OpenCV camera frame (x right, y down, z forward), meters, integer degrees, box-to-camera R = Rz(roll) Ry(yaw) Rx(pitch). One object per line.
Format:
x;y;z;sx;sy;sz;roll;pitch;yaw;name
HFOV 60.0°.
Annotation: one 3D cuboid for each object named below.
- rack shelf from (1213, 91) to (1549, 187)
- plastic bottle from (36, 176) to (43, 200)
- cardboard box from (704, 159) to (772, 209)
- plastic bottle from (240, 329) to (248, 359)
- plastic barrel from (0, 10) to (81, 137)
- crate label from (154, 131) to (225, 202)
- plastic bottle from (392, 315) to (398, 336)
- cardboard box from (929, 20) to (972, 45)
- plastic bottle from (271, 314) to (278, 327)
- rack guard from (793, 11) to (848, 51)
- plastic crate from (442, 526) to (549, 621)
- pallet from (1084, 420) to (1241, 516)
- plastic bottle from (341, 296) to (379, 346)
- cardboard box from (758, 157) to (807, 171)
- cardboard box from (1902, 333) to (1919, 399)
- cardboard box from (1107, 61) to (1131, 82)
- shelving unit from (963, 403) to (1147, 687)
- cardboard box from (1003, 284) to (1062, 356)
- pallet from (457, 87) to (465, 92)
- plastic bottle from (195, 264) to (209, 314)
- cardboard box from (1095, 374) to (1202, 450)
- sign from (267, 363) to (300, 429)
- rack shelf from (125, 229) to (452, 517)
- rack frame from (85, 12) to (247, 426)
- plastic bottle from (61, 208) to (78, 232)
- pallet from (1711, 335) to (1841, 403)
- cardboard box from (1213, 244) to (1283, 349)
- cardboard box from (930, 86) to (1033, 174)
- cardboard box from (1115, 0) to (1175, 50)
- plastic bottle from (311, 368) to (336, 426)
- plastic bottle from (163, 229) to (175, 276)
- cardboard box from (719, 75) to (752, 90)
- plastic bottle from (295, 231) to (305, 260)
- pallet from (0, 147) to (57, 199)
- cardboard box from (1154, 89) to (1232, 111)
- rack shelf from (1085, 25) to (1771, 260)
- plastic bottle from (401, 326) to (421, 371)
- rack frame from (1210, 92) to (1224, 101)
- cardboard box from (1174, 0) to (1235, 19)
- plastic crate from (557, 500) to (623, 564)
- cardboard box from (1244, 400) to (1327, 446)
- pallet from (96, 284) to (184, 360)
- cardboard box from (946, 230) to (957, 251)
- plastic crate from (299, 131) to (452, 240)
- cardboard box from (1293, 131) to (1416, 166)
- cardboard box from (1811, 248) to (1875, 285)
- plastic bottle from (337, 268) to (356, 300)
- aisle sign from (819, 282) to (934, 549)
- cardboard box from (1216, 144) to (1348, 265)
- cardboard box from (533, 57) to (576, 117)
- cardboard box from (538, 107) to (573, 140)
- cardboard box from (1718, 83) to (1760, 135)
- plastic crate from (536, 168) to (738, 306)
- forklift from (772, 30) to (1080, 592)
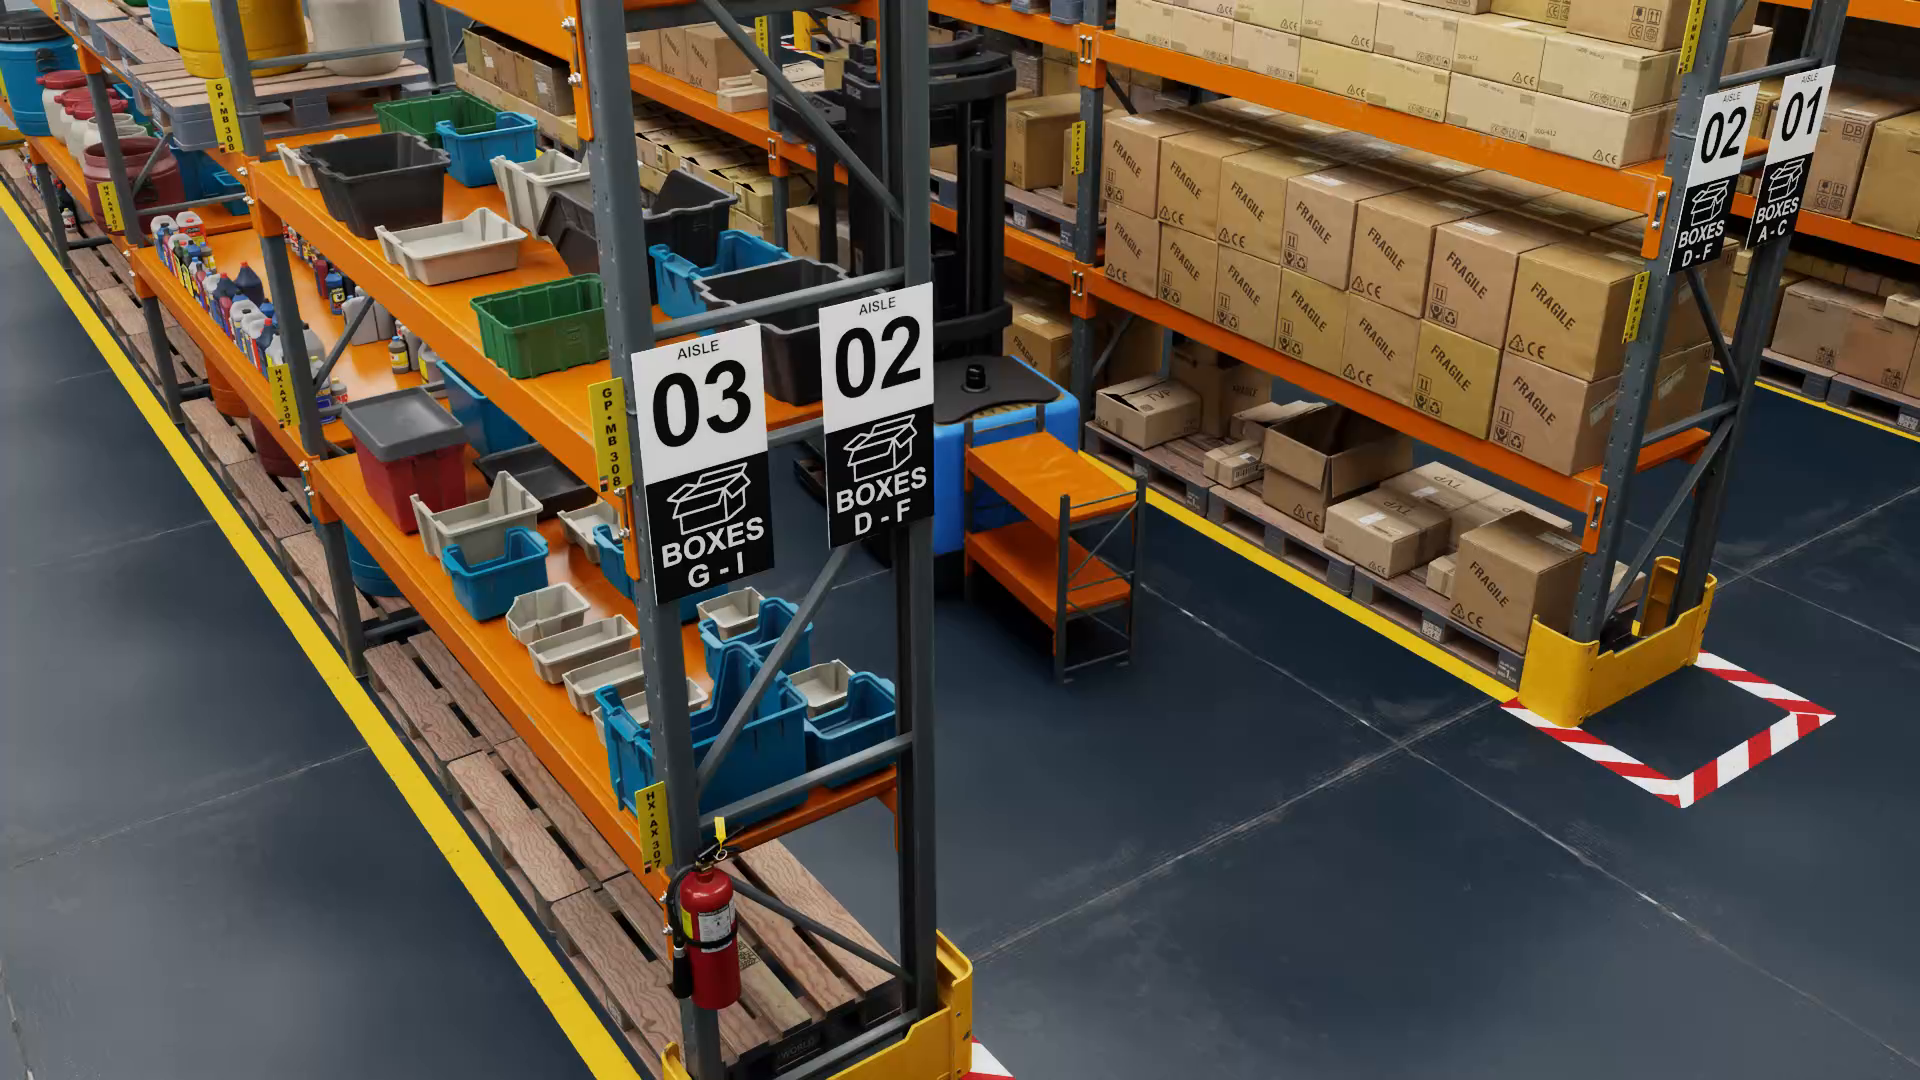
4.062;-3.934;15.105;1.077;0.370;4.000;-19;34;-31;rack shelf
-8.636;-3.348;15.669;0.097;0.271;0.097;0;29;0;plastic bottle
-1.942;-3.213;14.877;0.500;0.311;0.500;-19;34;-31;cardboard box
-4.012;-1.135;9.404;0.097;0.201;0.097;0;29;0;plastic bottle
-7.511;-3.827;13.628;0.600;0.901;0.708;-19;34;-31;plastic barrel
-5.524;-2.762;12.155;0.502;0.435;0.616;-19;34;-31;crate label
-3.228;-1.285;9.595;0.061;0.283;0.133;-19;34;-31;plastic bottle
-0.053;-6.070;20.442;0.500;0.500;0.500;-22;35;-34;cardboard box
-3.831;-1.170;9.395;0.097;0.271;0.097;0;29;0;plastic bottle
-1.694;-7.010;22.634;1.175;0.500;0.348;-19;34;-31;rack guard
-1.928;0.145;6.953;0.416;0.233;0.300;-19;34;-31;plastic crate
1.587;-0.607;11.147;1.003;0.211;1.213;-19;34;-31;pallet
-3.467;-1.279;9.592;0.152;0.276;0.135;-19;34;-31;plastic bottle
-1.507;-3.364;15.156;0.500;0.311;0.500;-20;34;-32;cardboard box
7.055;-1.248;11.585;0.700;0.500;0.500;-19;34;-31;cardboard box
1.860;-5.155;17.972;0.500;0.250;0.500;-19;34;-31;cardboard box
0.488;0.007;9.058;0.538;1.125;1.048;-14;32;-24;shelving unit
0.390;-1.502;12.031;0.500;0.500;0.500;-19;34;-30;cardboard box
-5.294;-5.254;19.703;1.003;0.211;1.213;-19;34;-31;pallet
-4.547;-1.514;10.018;0.061;0.283;0.133;-19;34;-31;plastic bottle
1.257;-0.889;11.100;0.500;0.311;0.500;-19;34;-31;cardboard box
-3.297;-0.700;8.106;0.100;0.325;0.005;-19;34;-31;sign
-4.008;-1.192;10.055;1.077;0.370;4.000;-19;34;-31;rack shelf
-5.168;-2.285;11.315;1.000;3.000;0.127;-19;34;-31;rack frame
-7.953;-2.859;14.842;0.097;0.201;0.097;0;29;0;plastic bottle
6.311;-1.455;12.709;1.003;0.211;1.213;-19;34;-31;pallet
1.851;-1.477;9.722;0.500;0.500;0.500;-19;34;-31;cardboard box
0.114;-2.998;12.083;0.500;0.500;0.700;22;35;34;cardboard box
1.270;-3.095;9.819;0.500;0.250;0.500;-19;34;-31;cardboard box
-3.340;-0.739;8.598;0.152;0.276;0.135;-19;34;-31;plastic bottle
-5.027;-1.836;10.610;0.061;0.283;0.133;-19;34;-31;plastic bottle
-1.917;-4.025;14.781;0.380;0.149;0.250;-16;32;-27;cardboard box
-4.287;-1.974;10.877;0.097;0.271;0.097;0;29;0;plastic bottle
-9.259;-3.836;17.092;1.003;0.211;1.213;-19;34;-31;pallet
2.442;-4.388;17.345;0.700;0.500;0.500;-18;33;-30;cardboard box
2.349;-2.324;8.998;1.077;0.370;4.000;-19;34;-31;rack shelf
-3.018;-1.103;9.269;0.152;0.276;0.135;-19;34;-31;plastic bottle
2.902;-5.028;16.365;1.000;3.000;0.127;-19;34;-31;rack frame
1.560;-3.120;9.343;0.500;0.250;0.500;-19;34;-31;cardboard box
-1.593;-0.047;7.407;0.293;0.136;0.466;-19;34;-31;plastic crate
2.186;-0.677;10.710;0.500;0.311;0.500;-19;34;-31;cardboard box
-6.289;-1.846;13.427;1.003;0.211;1.213;-19;34;-31;pallet
0.236;-2.364;12.831;0.500;0.250;0.500;-19;34;-32;cardboard box
-2.351;-1.432;6.738;0.497;0.269;0.590;-19;34;-31;plastic crate
2.285;-2.064;9.755;0.500;0.500;0.500;-18;34;-30;cardboard box
6.554;-2.032;12.349;0.380;0.149;0.250;-18;33;-30;cardboard box
-3.680;-1.583;10.073;0.144;0.351;0.185;-19;34;-31;plastic bottle
-0.244;-0.372;5.068;0.394;0.787;0.004;-19;34;-31;aisle sign
1.831;-1.922;9.493;0.500;0.500;0.500;-20;34;-32;cardboard box
-4.179;-4.833;17.662;0.500;0.500;0.500;-19;34;-31;cardboard box
-4.180;-4.503;17.840;0.500;0.250;0.500;-19;34;-31;cardboard box
3.419;-2.067;7.928;0.500;0.250;0.500;-19;34;-31;cardboard box
-1.190;-1.136;6.121;0.504;0.338;0.767;-19;34;-31;plastic crate
-0.436;-1.662;10.240;1.130;2.935;3.031;-14;32;-24;forklift
